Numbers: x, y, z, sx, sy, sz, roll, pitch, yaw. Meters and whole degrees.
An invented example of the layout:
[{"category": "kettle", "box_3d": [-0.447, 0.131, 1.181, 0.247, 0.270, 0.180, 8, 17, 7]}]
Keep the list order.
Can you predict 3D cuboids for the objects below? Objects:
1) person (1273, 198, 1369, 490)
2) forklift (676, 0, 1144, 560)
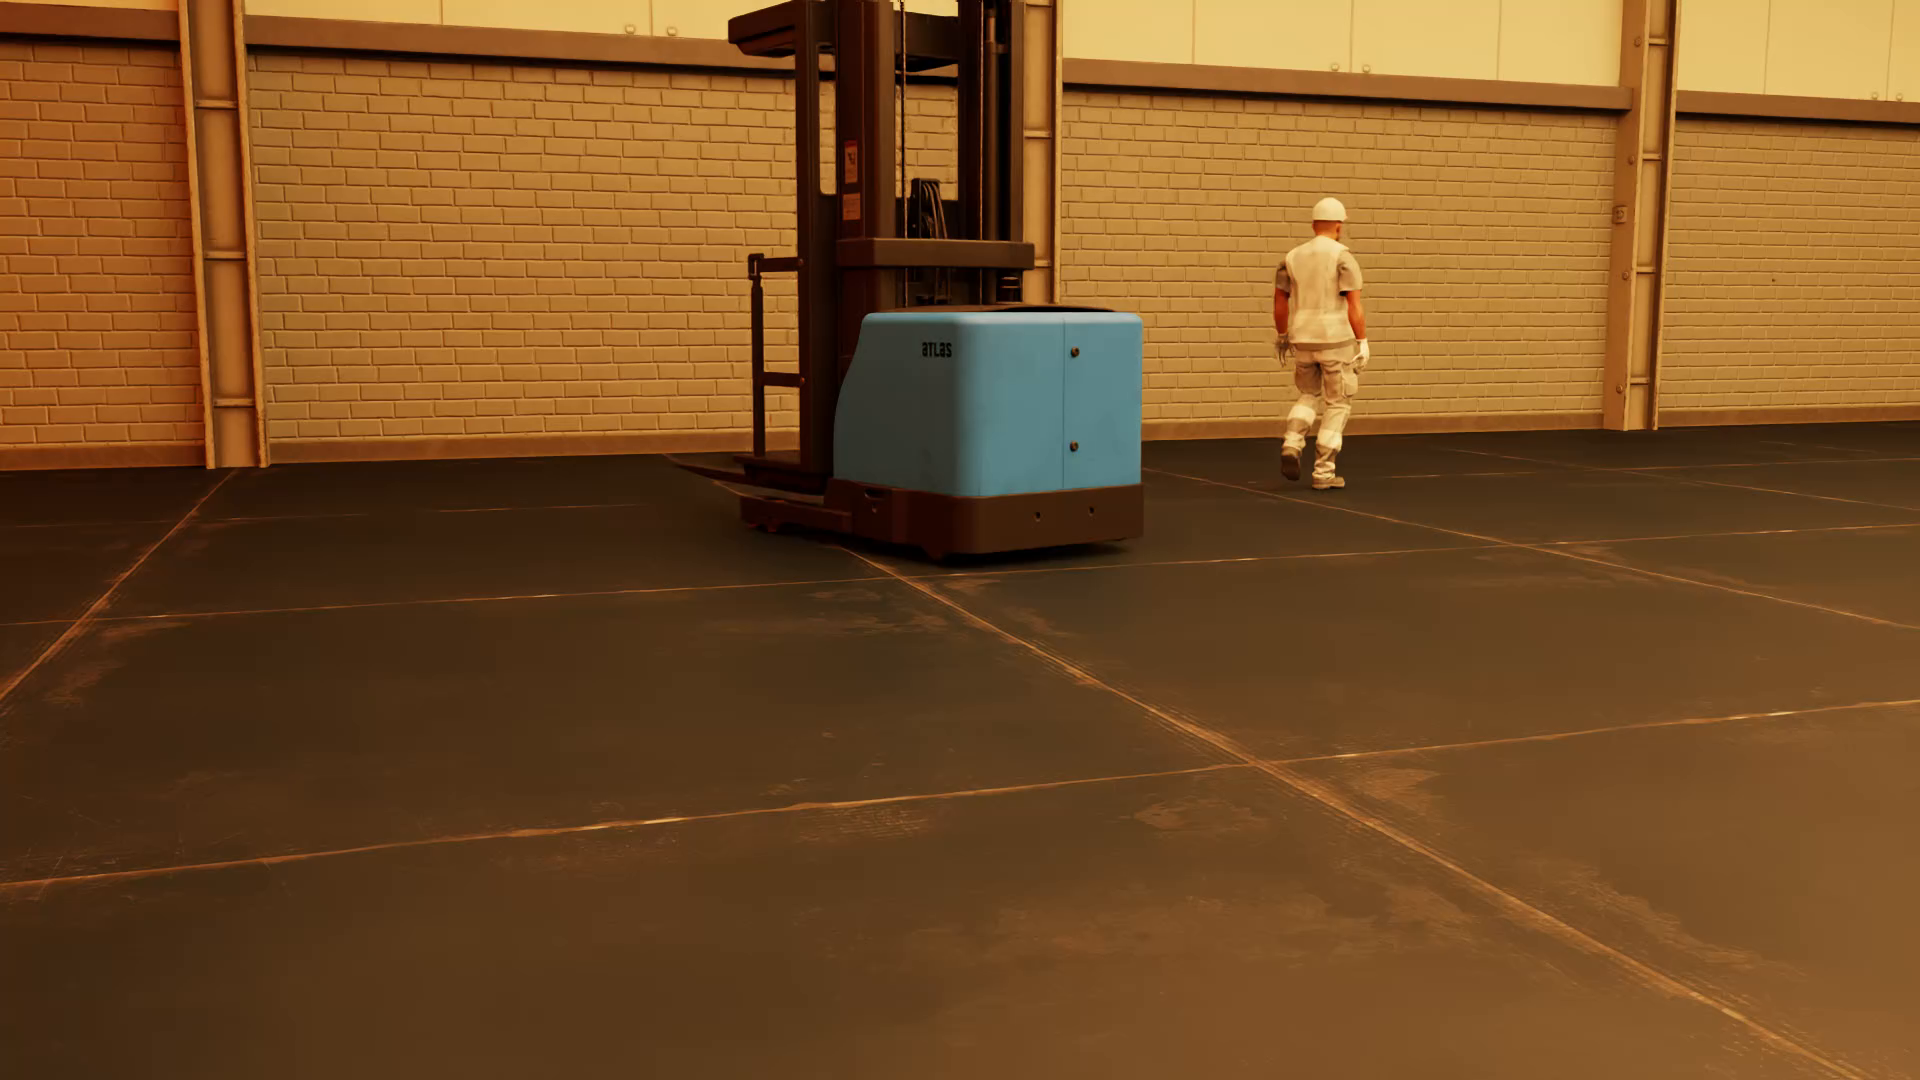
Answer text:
[{"category": "person", "box_3d": [2.250, -1.207, 10.247, 0.704, 1.767, 0.463, 7, 10, 41]}, {"category": "forklift", "box_3d": [-0.446, -1.522, 8.238, 1.130, 2.935, 3.031, -6, 10, -36]}]
